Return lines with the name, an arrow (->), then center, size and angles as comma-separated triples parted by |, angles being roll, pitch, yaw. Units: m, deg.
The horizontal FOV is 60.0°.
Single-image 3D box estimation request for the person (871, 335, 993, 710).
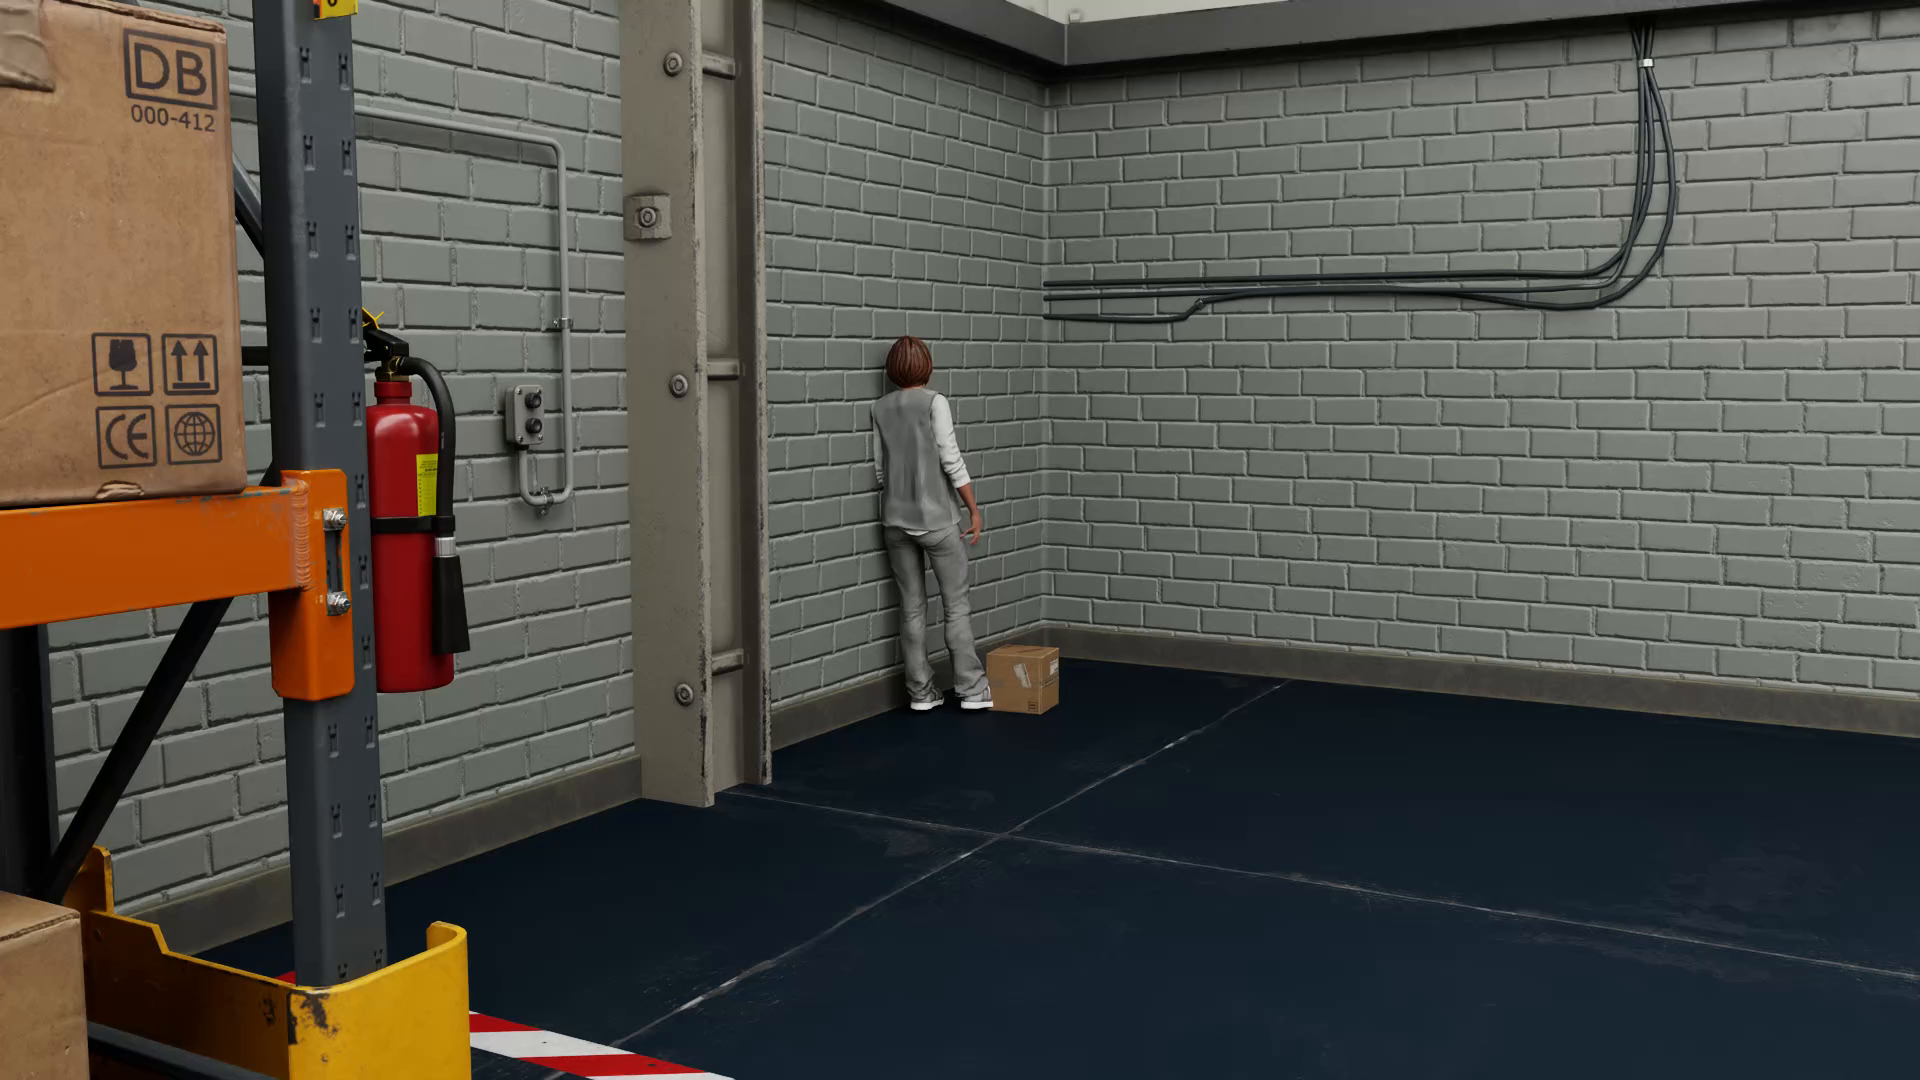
person -> -0.115, -0.068, 7.105 | 0.520, 1.599, 0.472 | 3, 7, 29
